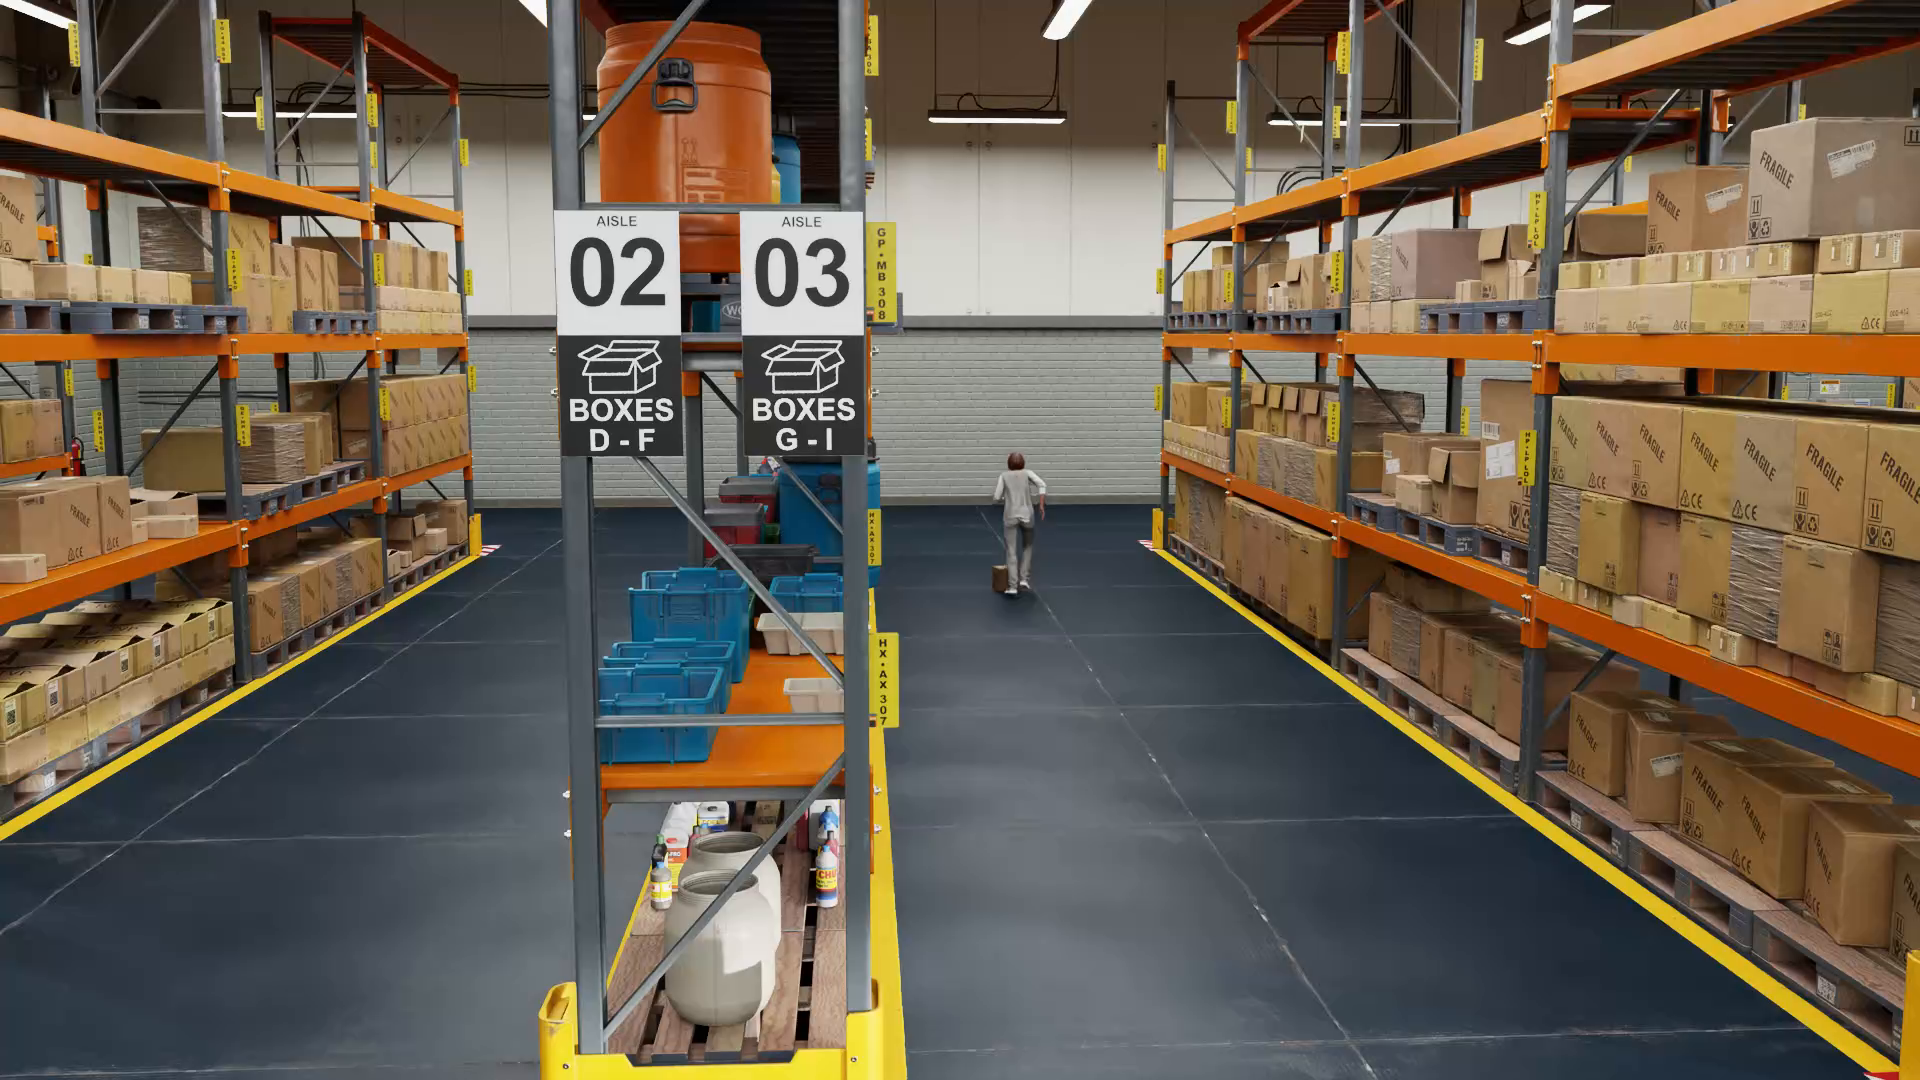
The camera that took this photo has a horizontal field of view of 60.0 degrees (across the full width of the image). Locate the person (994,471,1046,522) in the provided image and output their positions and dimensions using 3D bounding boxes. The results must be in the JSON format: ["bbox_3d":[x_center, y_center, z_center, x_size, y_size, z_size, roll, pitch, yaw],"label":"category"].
[{"bbox_3d":[0.641,-0.477,18.032,0.530,0.546,0.422,-1,7,-7],"label":"person"}]
